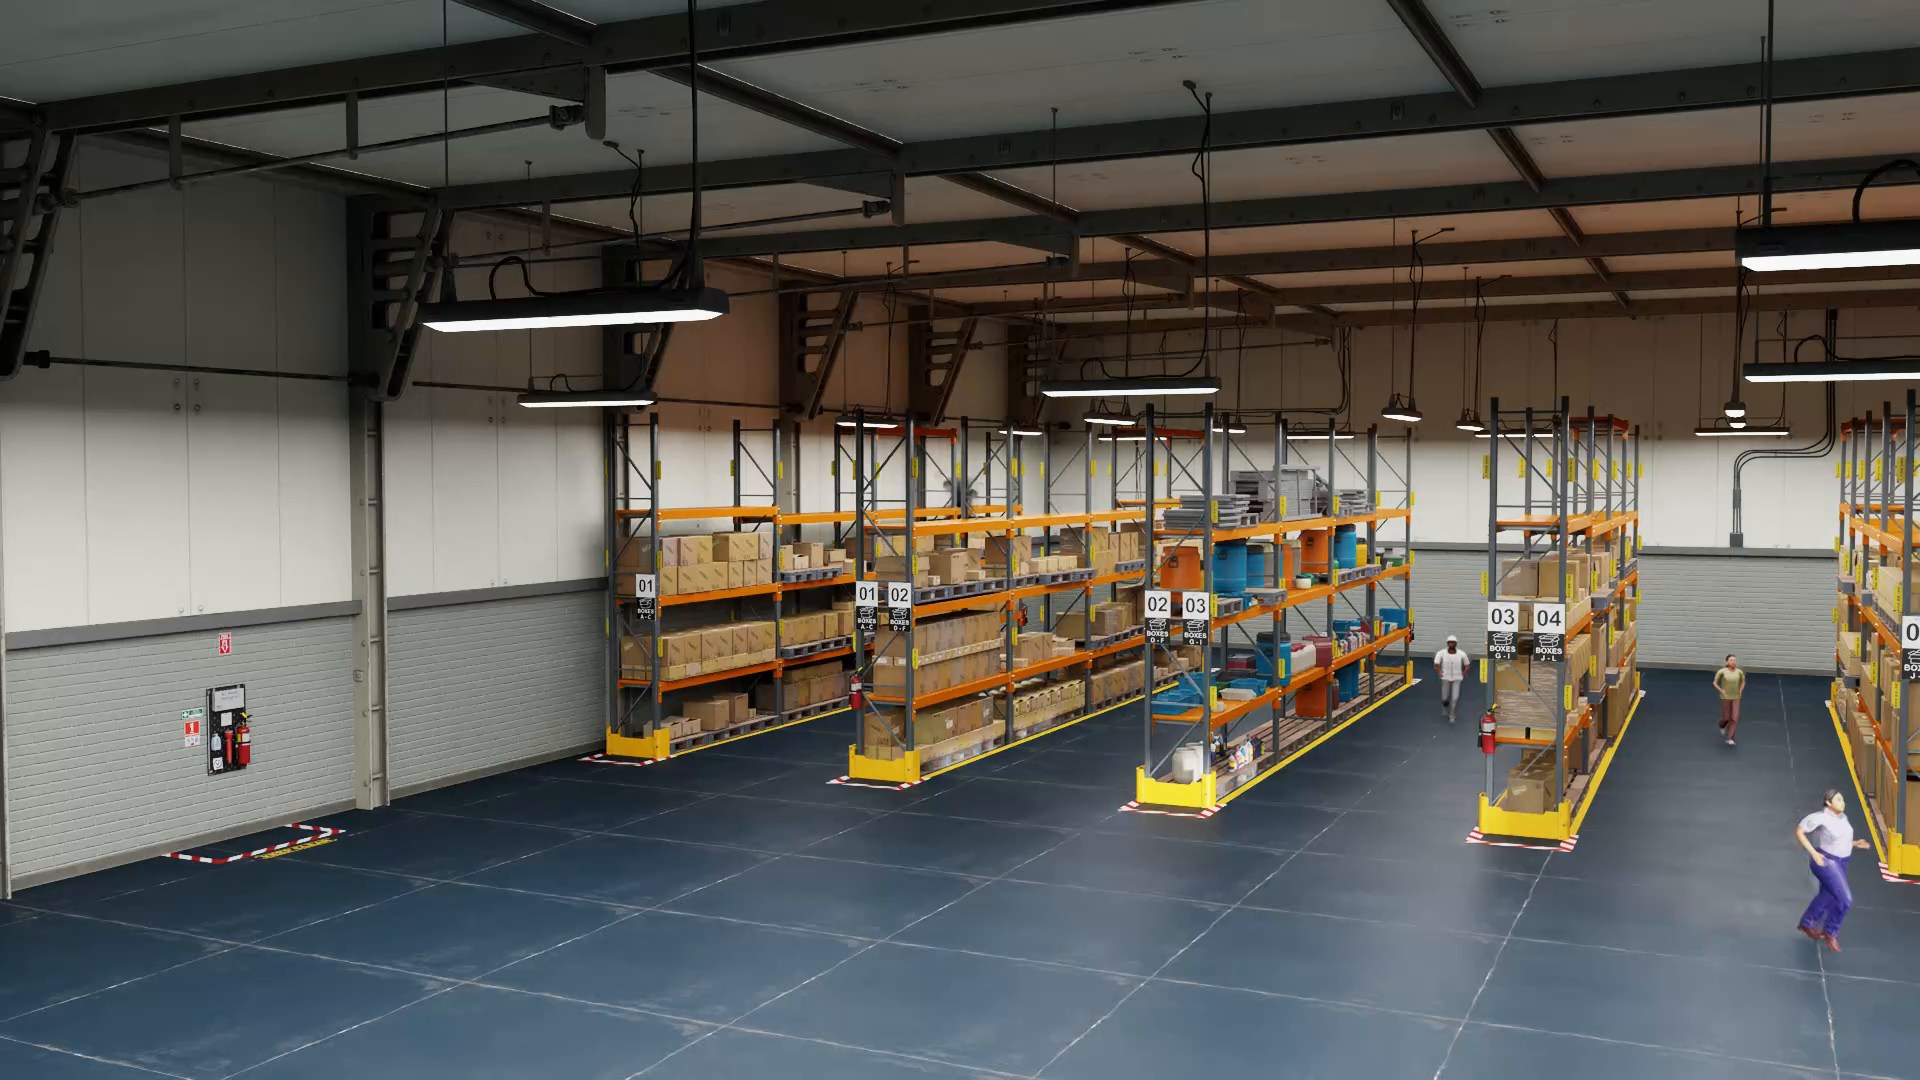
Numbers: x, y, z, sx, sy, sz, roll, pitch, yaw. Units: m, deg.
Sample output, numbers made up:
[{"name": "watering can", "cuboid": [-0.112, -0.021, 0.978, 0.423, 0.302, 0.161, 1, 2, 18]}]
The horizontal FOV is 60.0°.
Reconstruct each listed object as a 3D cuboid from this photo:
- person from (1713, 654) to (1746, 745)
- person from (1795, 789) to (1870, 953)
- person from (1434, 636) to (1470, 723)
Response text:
[{"name": "person", "cuboid": [14.095, 2.901, 30.443, 0.572, 1.633, 0.733, 0, 2, 9]}, {"name": "person", "cuboid": [9.144, 3.463, 17.460, 0.581, 1.688, 0.725, -2, 3, -35]}, {"name": "person", "cuboid": [9.752, 2.756, 32.970, 0.702, 1.718, 0.625, 1, 2, 15]}]
